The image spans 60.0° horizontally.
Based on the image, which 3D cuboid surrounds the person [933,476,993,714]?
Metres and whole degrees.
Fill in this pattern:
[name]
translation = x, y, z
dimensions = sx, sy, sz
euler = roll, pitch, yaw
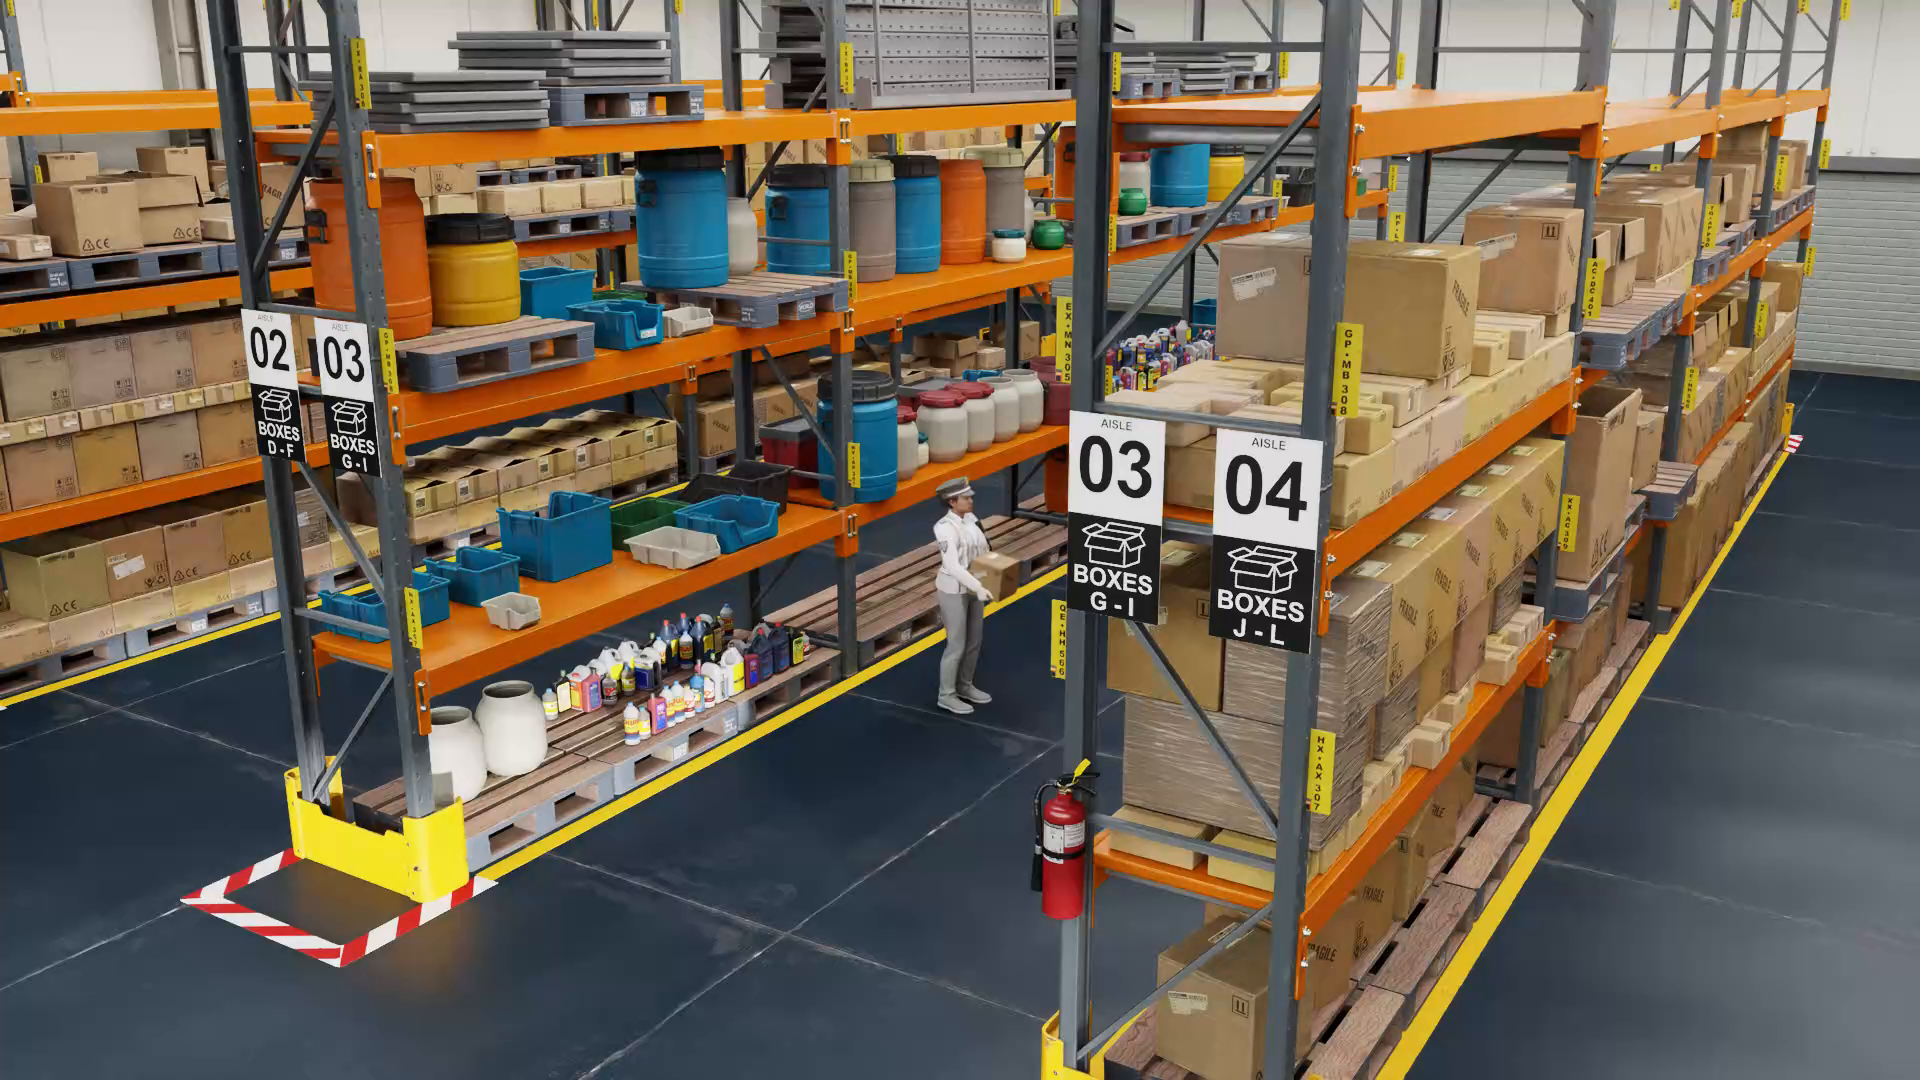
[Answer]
[person]
translation = 0.072, 0.382, 11.691
dimensions = 0.540, 1.689, 0.460
euler = 10, 19, 31
